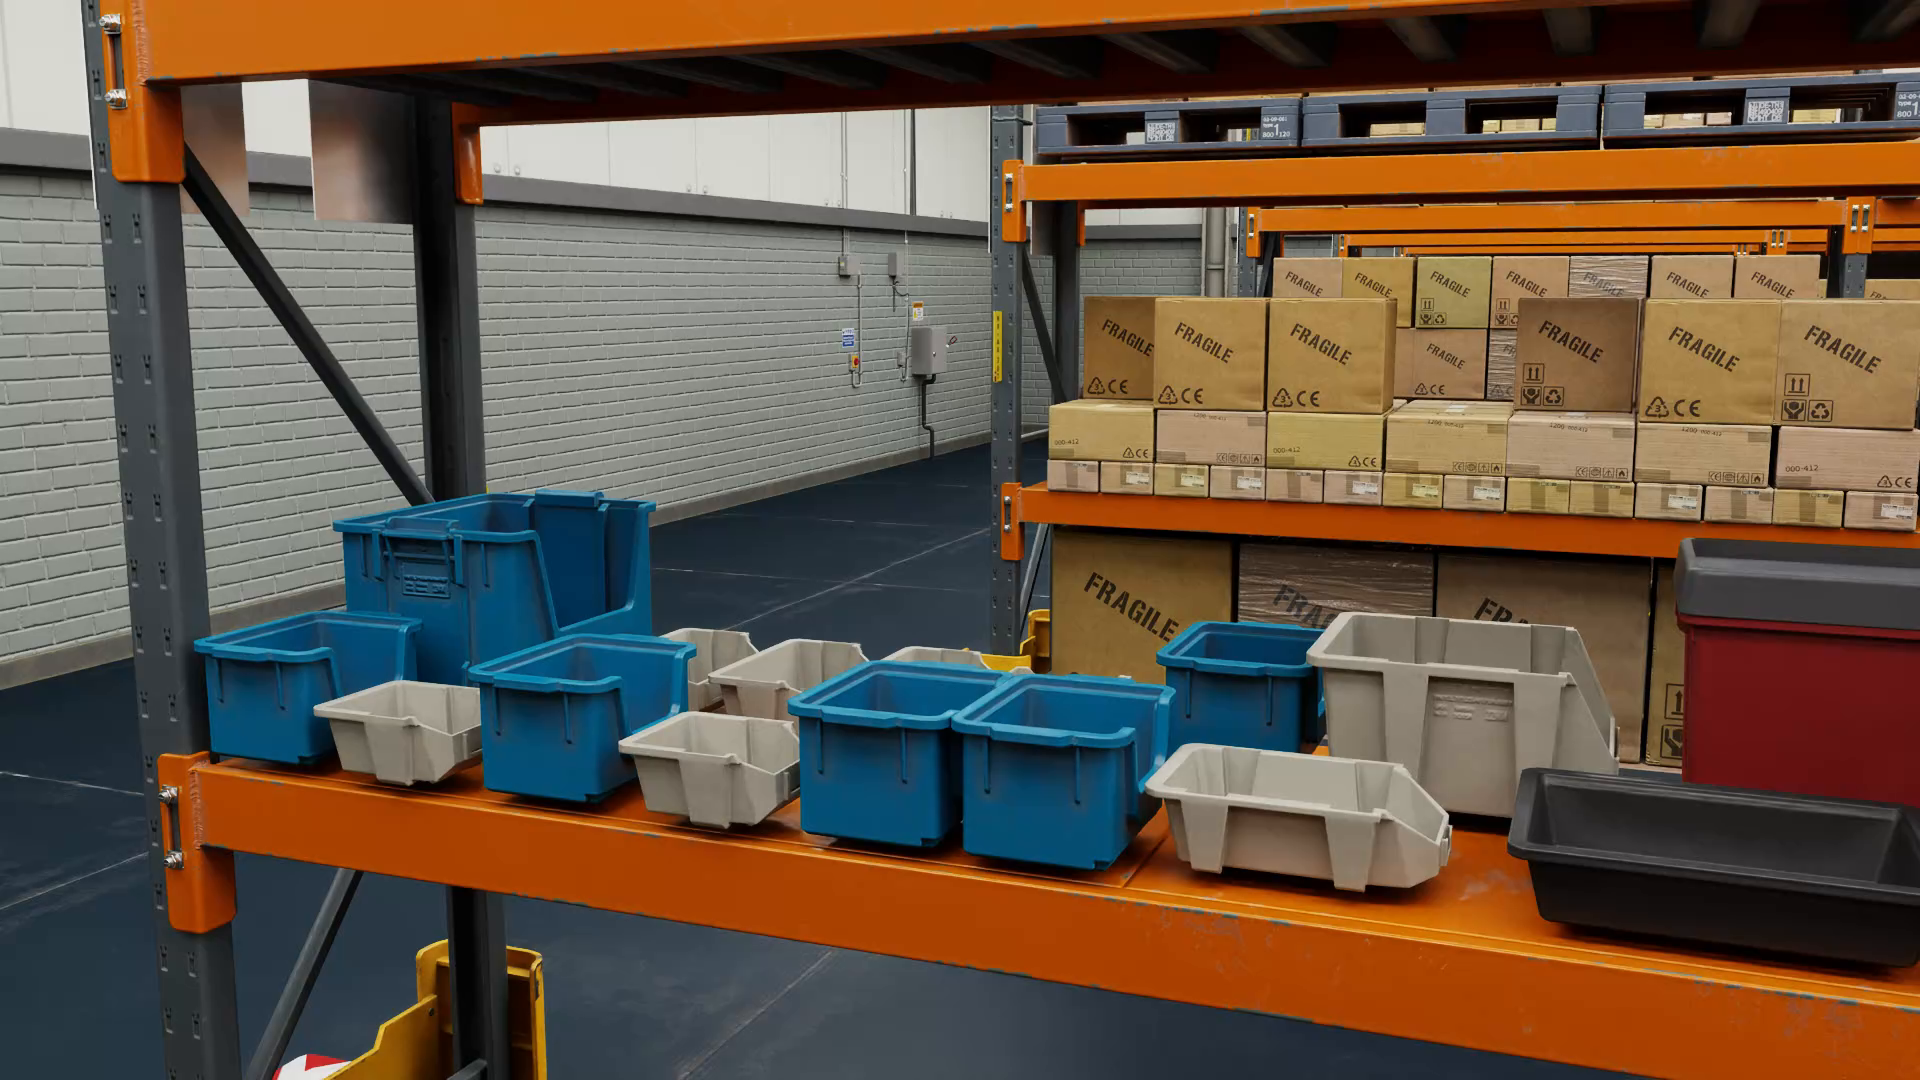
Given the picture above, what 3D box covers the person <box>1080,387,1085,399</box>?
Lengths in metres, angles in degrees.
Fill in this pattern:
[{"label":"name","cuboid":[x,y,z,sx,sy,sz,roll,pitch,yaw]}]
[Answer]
[{"label":"person","cuboid":[0.787,-0.163,10.418,0.362,1.671,0.506,3,9,18]}]
